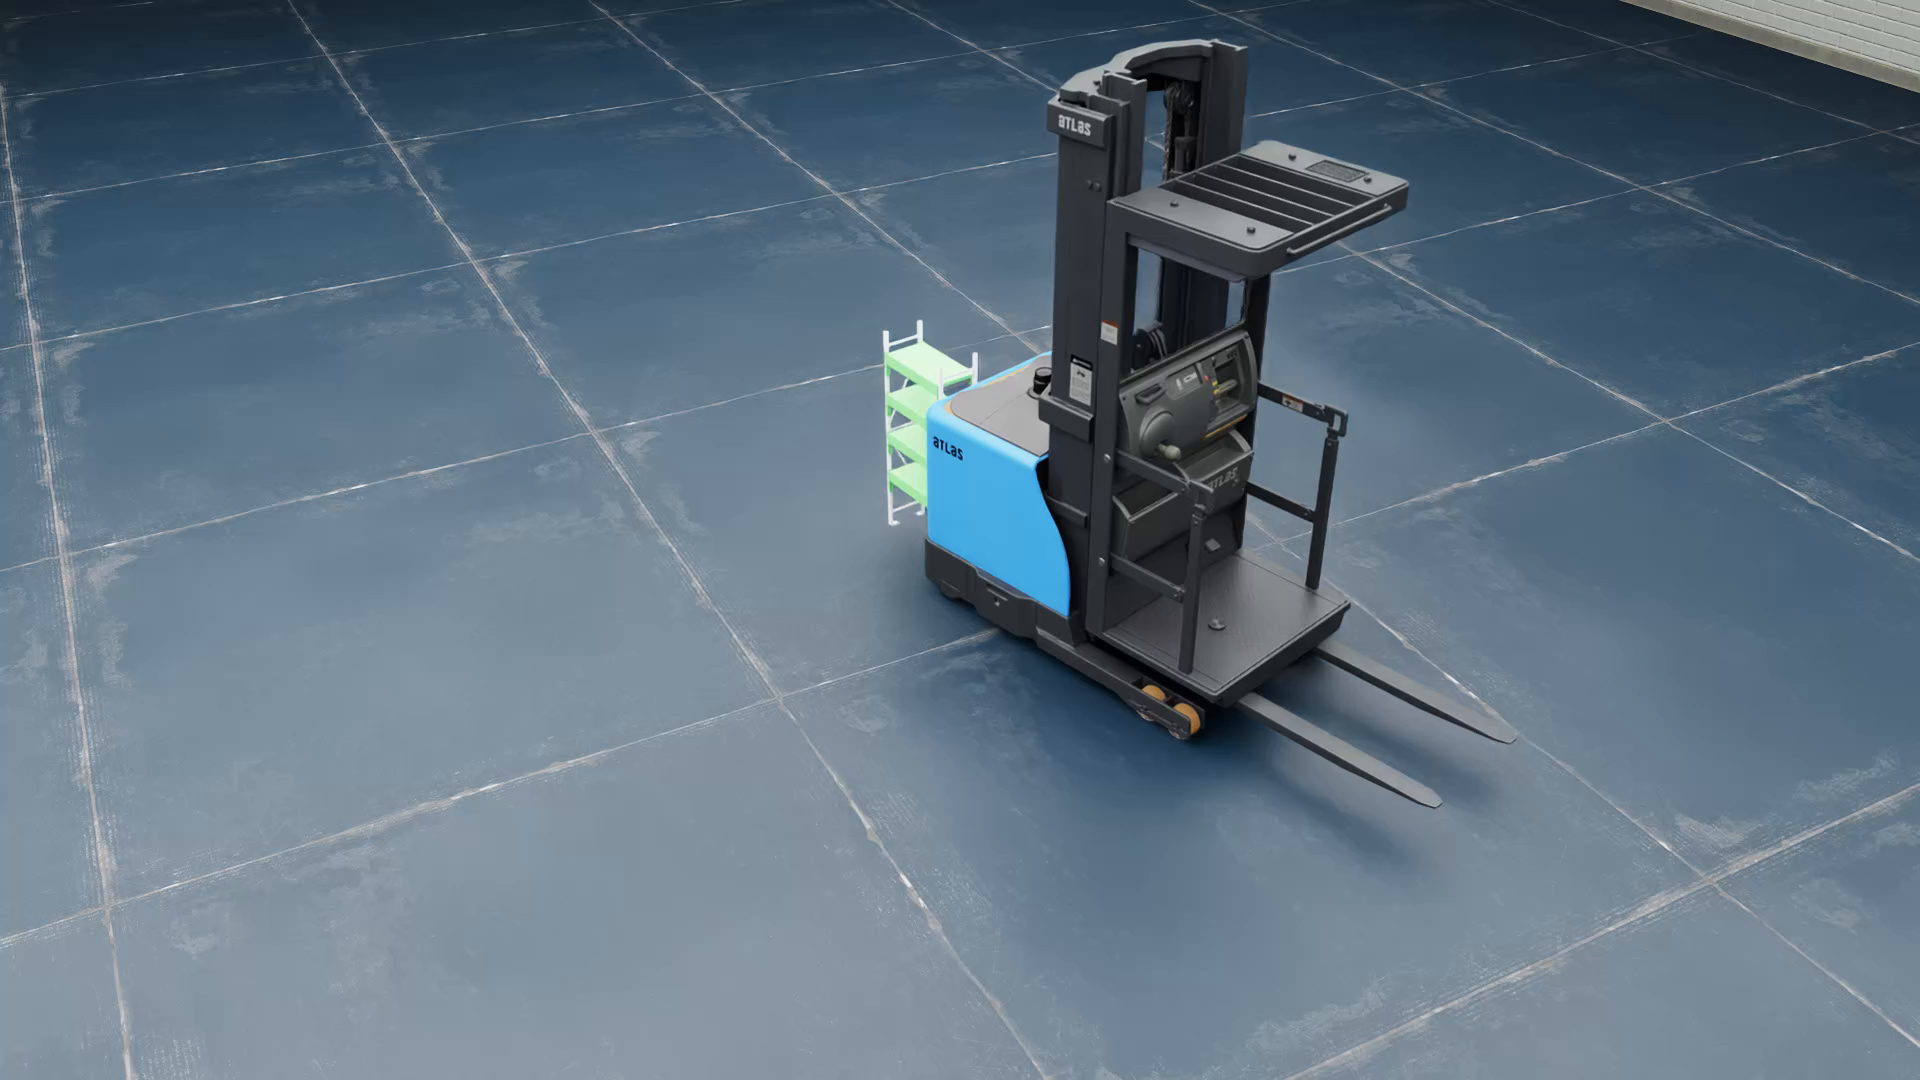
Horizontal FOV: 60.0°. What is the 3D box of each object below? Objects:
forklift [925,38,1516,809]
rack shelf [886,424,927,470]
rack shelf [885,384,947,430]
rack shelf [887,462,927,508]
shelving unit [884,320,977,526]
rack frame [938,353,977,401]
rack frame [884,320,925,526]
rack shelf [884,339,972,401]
[{"bbox_3d":[1.204,-0.615,7.511,1.130,2.935,3.031,-28,42,-36],"label":"forklift"},{"bbox_3d":[-0.157,-0.468,9.006,0.258,0.148,0.480,-22,39,-30],"label":"rack shelf"},{"bbox_3d":[-0.157,-0.670,8.876,0.258,0.148,0.480,-22,39,-30],"label":"rack shelf"},{"bbox_3d":[-0.157,-0.266,9.135,0.258,0.148,0.480,-22,39,-30],"label":"rack shelf"},{"bbox_3d":[-0.157,-0.522,8.971,0.258,1.200,0.503,-22,39,-30],"label":"shelving unit"},{"bbox_3d":[-0.011,-0.416,8.806,0.240,1.200,0.015,-22,39,-30],"label":"rack frame"},{"bbox_3d":[-0.303,-0.628,9.136,0.240,1.200,0.015,-22,39,-30],"label":"rack frame"},{"bbox_3d":[-0.157,-0.872,8.747,0.258,0.148,0.480,-22,39,-30],"label":"rack shelf"}]
